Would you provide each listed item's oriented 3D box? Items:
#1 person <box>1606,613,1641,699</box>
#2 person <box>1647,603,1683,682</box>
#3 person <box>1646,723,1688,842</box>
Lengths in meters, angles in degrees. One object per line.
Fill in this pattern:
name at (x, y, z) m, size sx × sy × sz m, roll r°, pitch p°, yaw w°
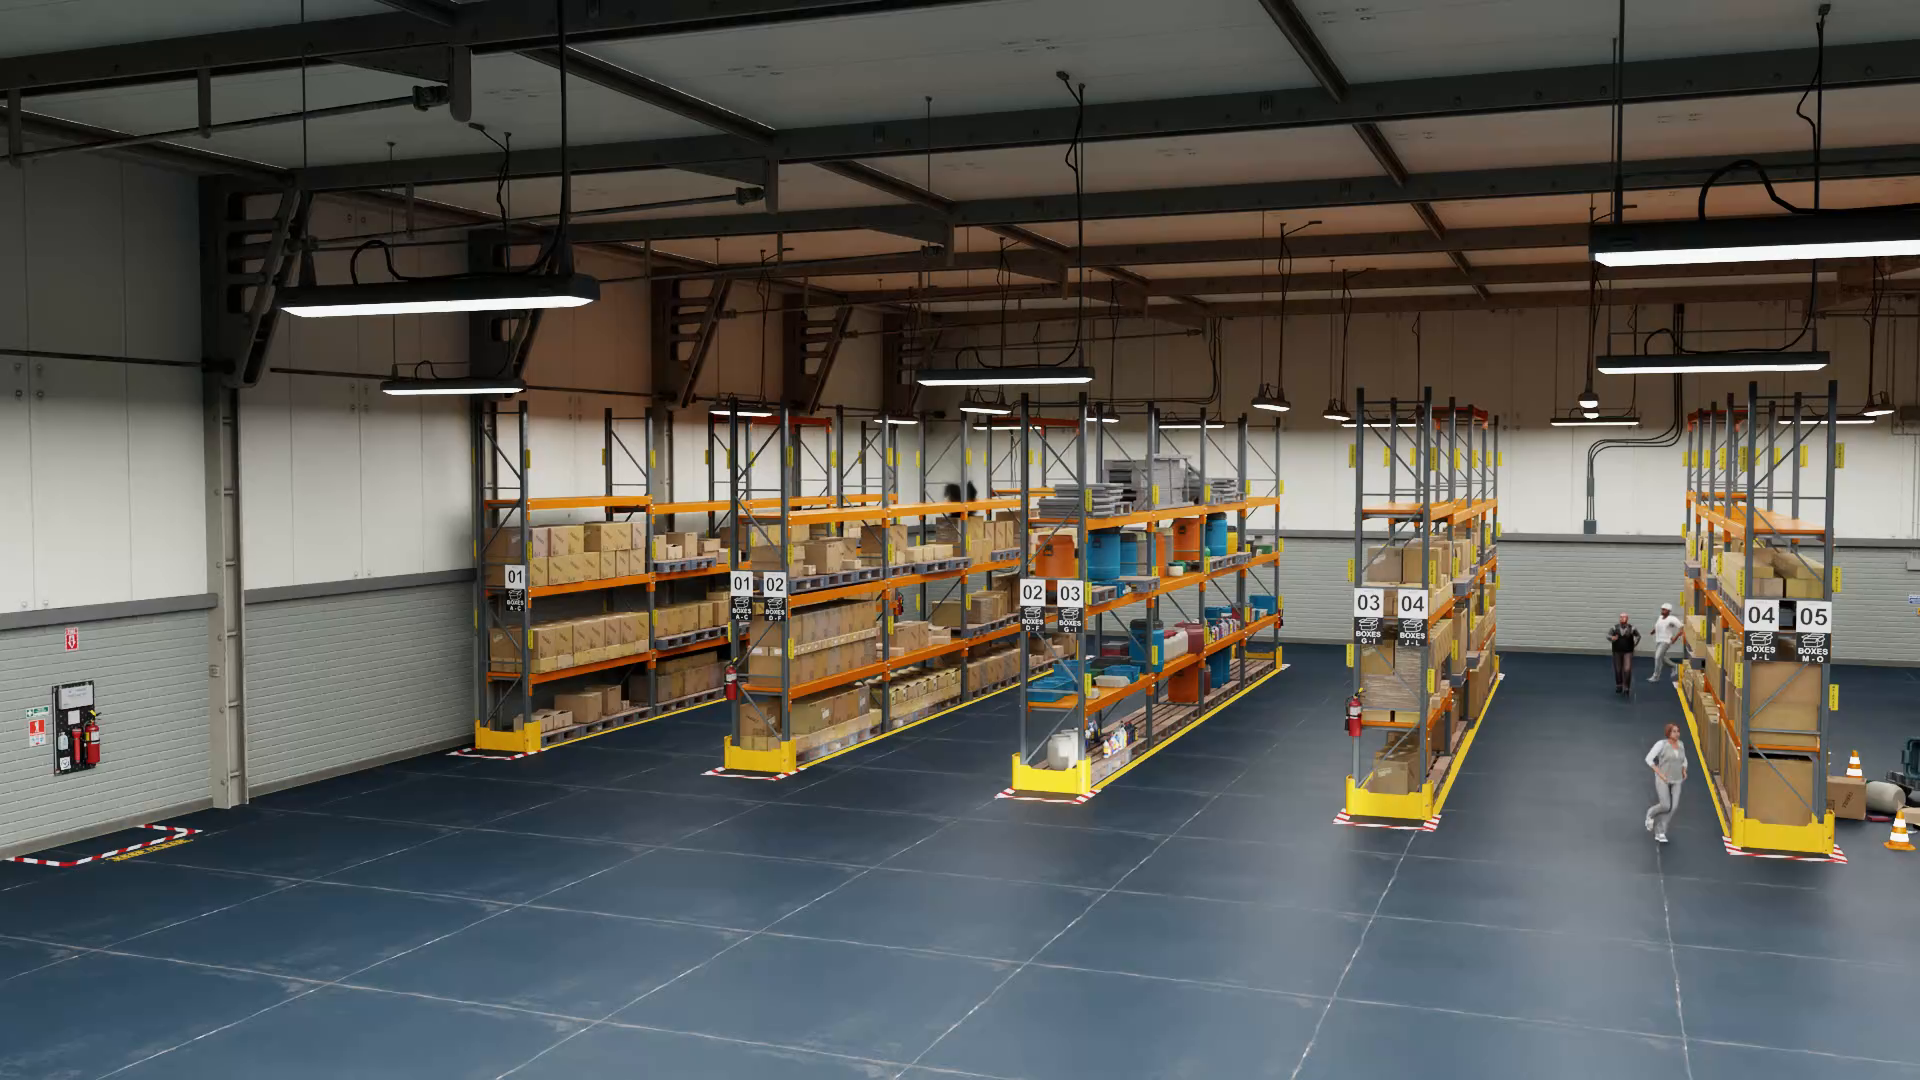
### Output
person at (13.979, 2.430, 35.101) m, size 0.655 × 1.782 × 0.723 m, roll 2°, pitch 3°, yaw 31°
person at (15.875, 2.303, 37.472) m, size 0.871 × 1.755 × 0.722 m, roll 0°, pitch 3°, yaw -10°
person at (9.286, 3.167, 21.825) m, size 0.564 × 1.550 × 0.522 m, roll -1°, pitch 3°, yaw -11°
